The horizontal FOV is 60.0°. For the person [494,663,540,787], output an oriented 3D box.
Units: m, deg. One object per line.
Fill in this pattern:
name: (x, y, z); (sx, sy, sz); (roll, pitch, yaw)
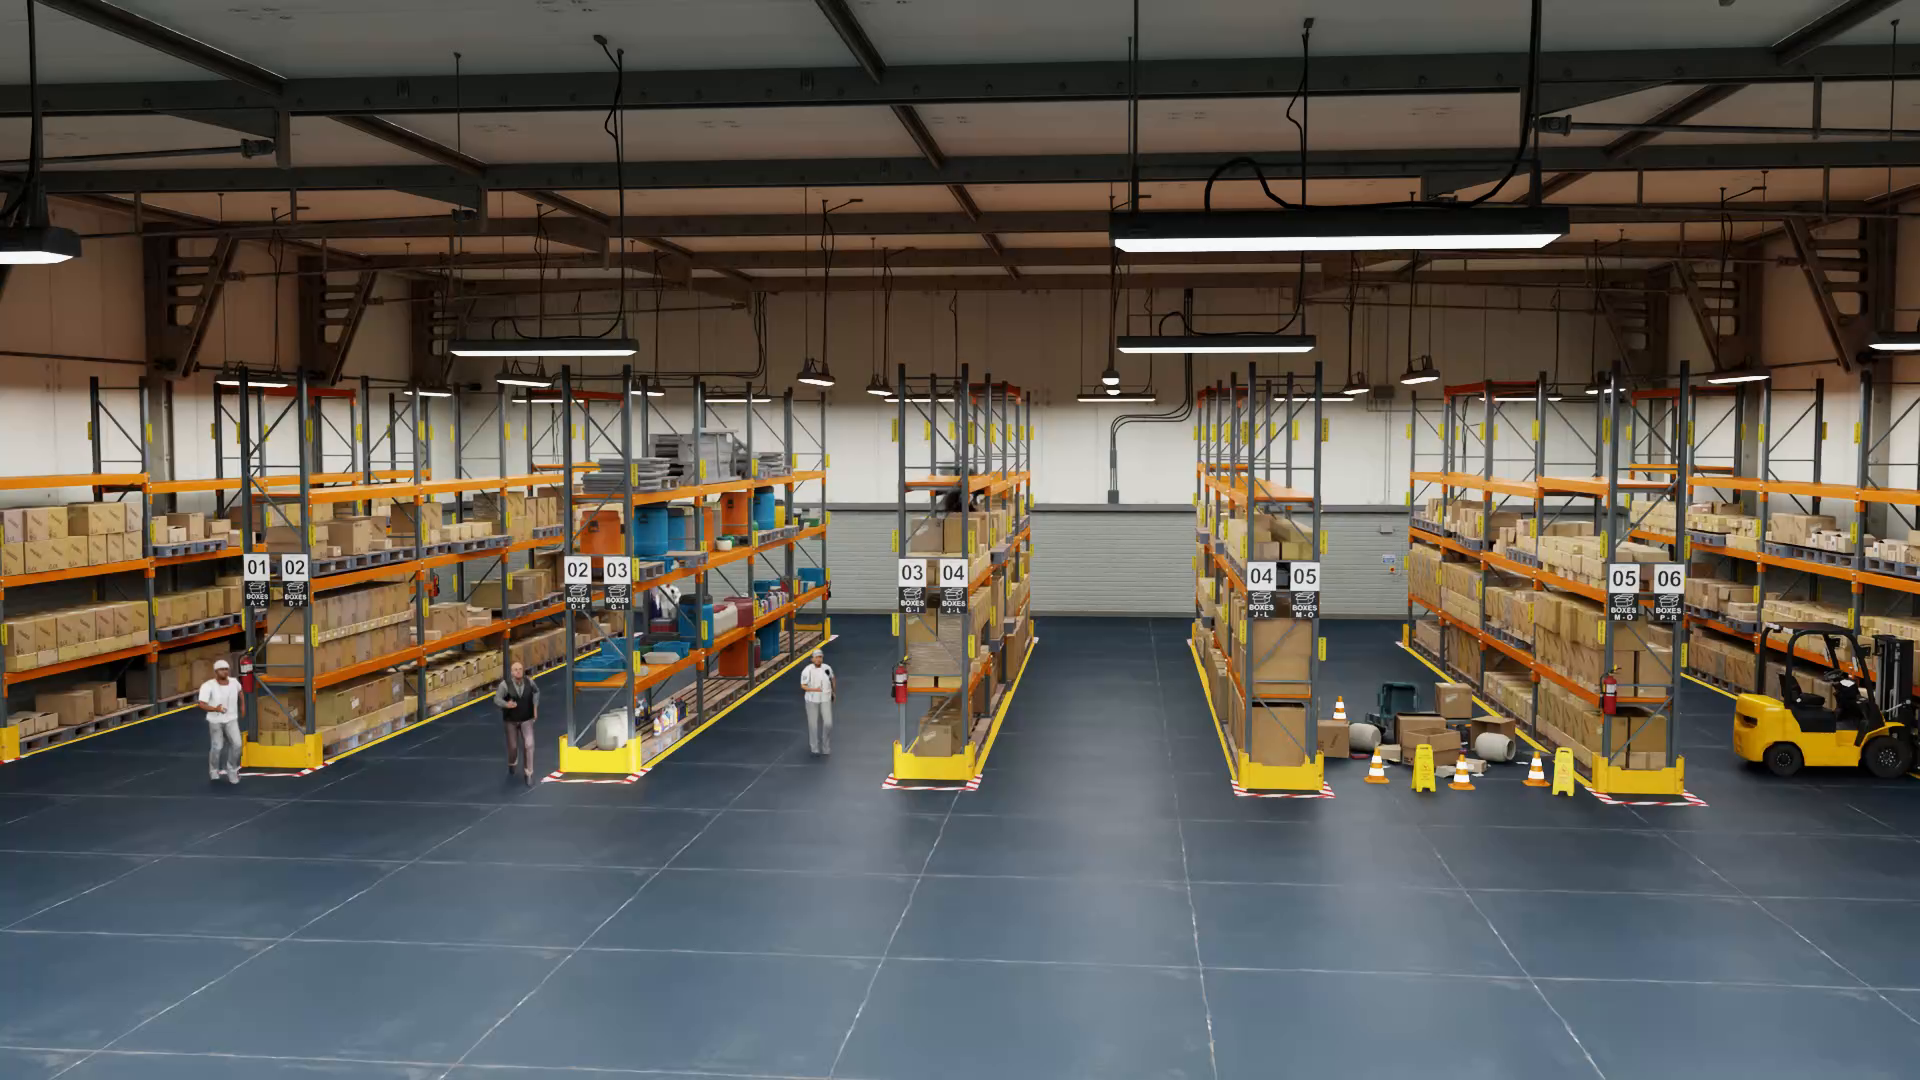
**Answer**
person: (-6.348, 2.626, 23.872); (0.678, 1.757, 0.886); (-1, 4, -22)

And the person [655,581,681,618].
person: (-6.887, 1.649, 39.304); (0.637, 1.694, 0.804); (0, 4, -5)

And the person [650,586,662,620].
person: (-7.703, 1.546, 41.893); (0.518, 1.624, 0.612); (2, 4, 27)

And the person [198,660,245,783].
person: (-10.507, 2.615, 23.773); (0.715, 1.815, 0.733); (3, 5, 43)

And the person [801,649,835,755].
person: (-2.182, 2.518, 25.807); (0.579, 1.648, 0.634); (-1, 4, -14)
